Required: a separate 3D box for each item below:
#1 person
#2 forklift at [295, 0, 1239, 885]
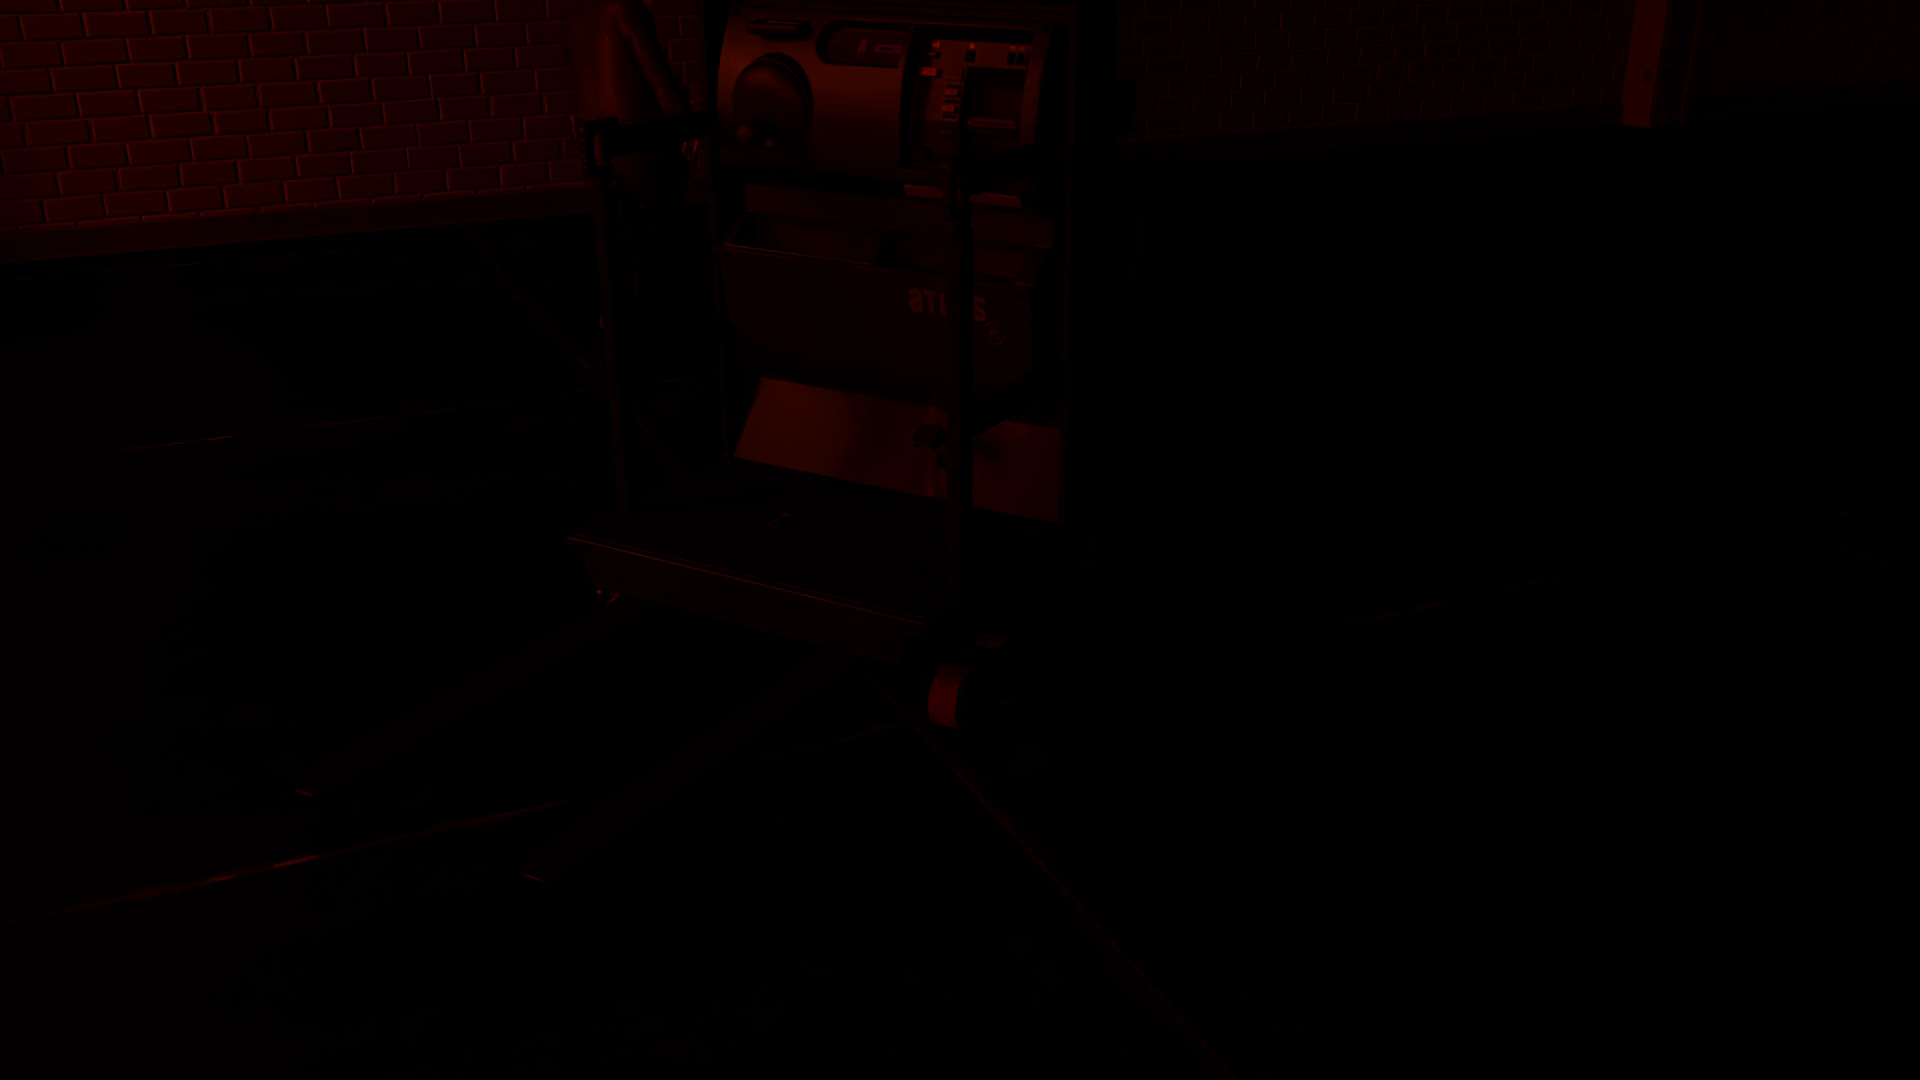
[{"bbox_3d":[-1.336,-1.757,7.243,0.830,1.646,0.867,9,24,21],"label":"person"},{"bbox_3d":[-0.302,-1.093,3.917,1.130,2.935,3.031,12,25,27],"label":"forklift"}]
